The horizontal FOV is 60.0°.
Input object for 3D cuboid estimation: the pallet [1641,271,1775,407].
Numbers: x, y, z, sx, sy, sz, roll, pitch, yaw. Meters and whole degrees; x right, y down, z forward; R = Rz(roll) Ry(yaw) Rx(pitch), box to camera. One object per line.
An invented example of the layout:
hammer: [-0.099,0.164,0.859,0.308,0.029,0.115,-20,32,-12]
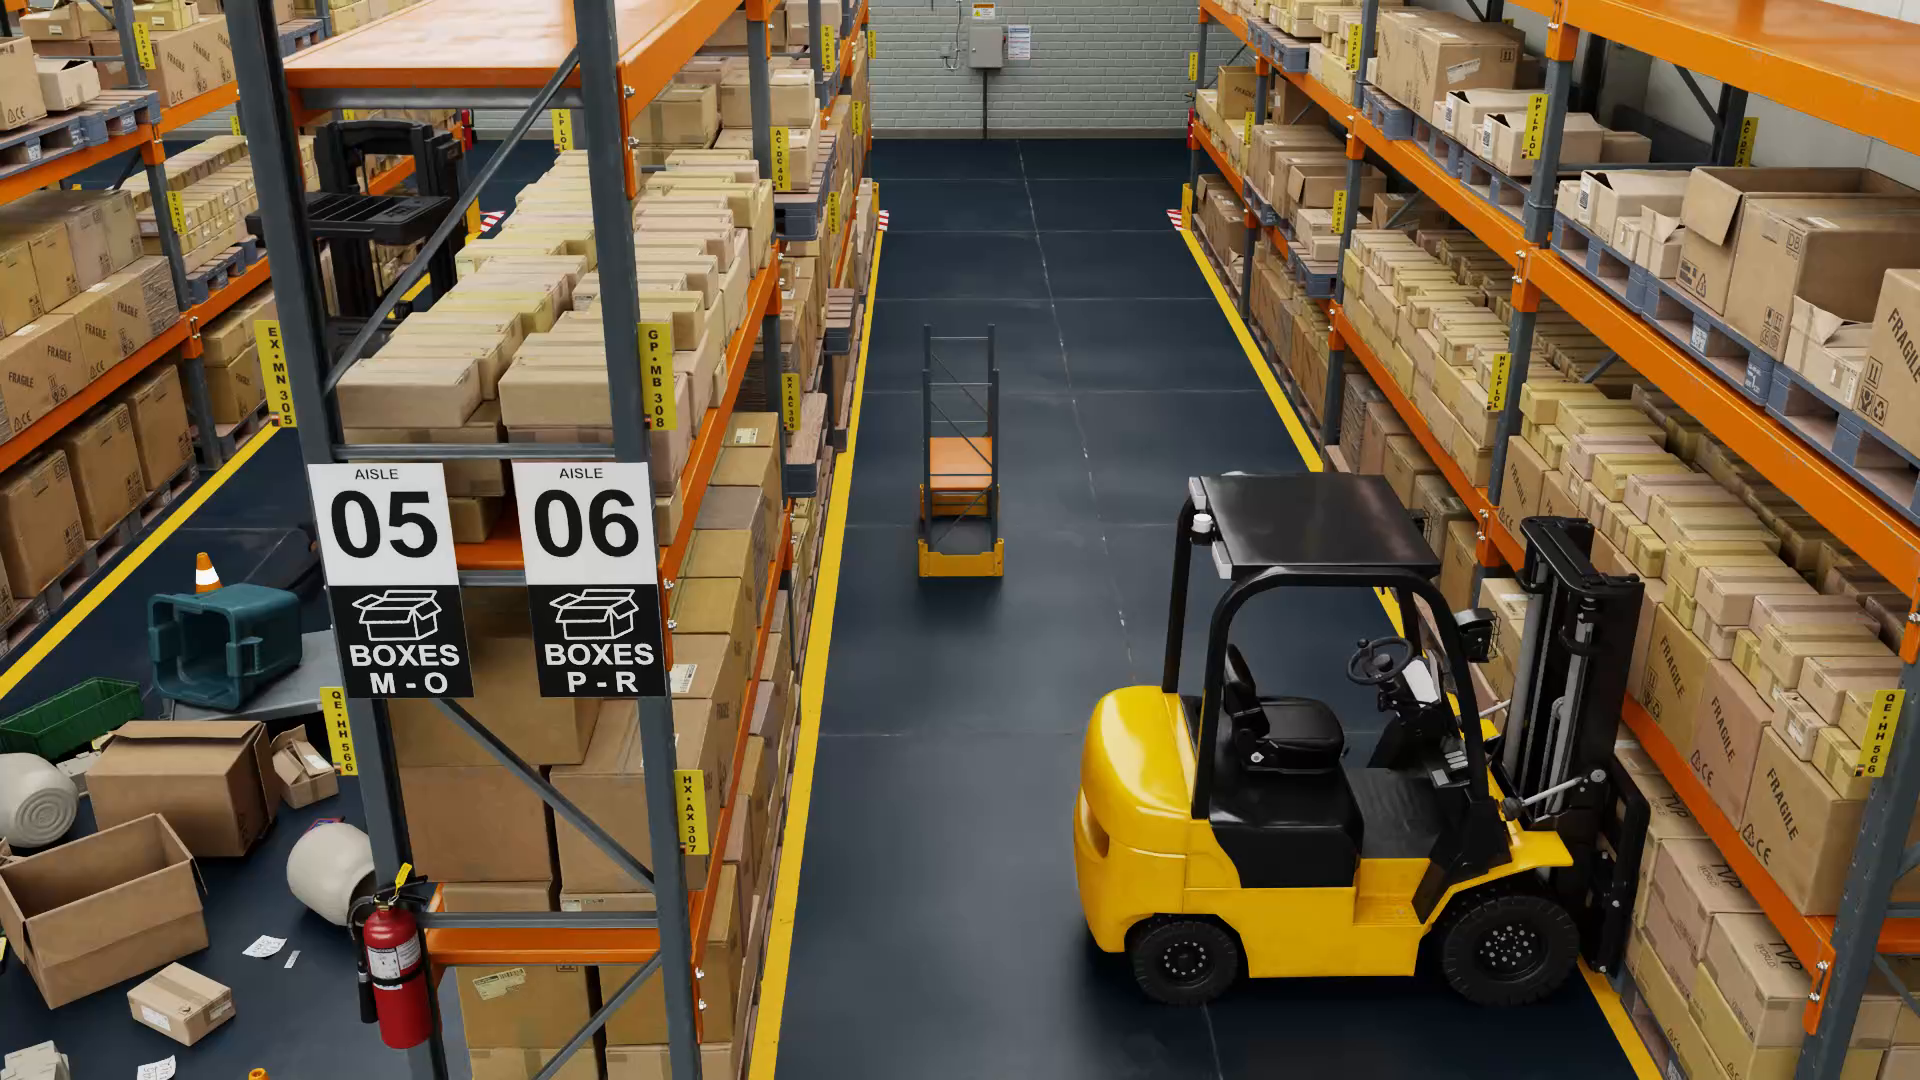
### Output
pallet: [3.539,-0.853,6.846,1.003,0.211,1.213,0,24,-1]

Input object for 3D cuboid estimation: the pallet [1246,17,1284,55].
pallet: [3.343,-4.688,15.446,1.213,0.211,1.003,0,24,-1]

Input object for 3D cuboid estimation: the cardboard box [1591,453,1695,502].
cardboard box: [3.235,-0.297,7.881,0.380,0.149,0.250,-1,24,-1]

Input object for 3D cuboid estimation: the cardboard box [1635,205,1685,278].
cardboard box: [3.206,-1.309,7.279,0.396,0.266,0.258,-1,24,-2]

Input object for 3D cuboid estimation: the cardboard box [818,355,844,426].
cardboard box: [-1.439,-1.512,13.905,0.875,0.875,0.875,0,24,-1]

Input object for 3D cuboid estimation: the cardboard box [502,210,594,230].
cardboard box: [-1.724,-1.303,7.072,0.380,0.149,0.250,-1,24,-1]

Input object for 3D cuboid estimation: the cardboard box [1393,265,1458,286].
cardboard box: [3.239,-1.809,11.585,0.380,0.149,0.250,0,24,0]

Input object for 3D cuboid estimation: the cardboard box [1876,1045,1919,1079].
cardboard box: [3.739,1.908,6.495,0.500,0.250,0.500,0,24,0]

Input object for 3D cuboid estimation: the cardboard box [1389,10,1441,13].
cardboard box: [3.701,-4.216,13.512,0.380,0.149,0.250,0,24,-1]

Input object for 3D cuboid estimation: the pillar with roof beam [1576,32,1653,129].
pillar with roof beam: [0.060,-4.208,10.518,9.100,9.000,0.400,0,24,-1]

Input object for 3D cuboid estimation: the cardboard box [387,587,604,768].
cardboard box: [-1.651,0.447,5.810,0.700,0.500,0.500,-1,24,-2]

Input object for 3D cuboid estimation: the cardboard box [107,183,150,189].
cardboard box: [-6.933,-2.908,13.997,0.380,0.149,0.250,0,24,-1]

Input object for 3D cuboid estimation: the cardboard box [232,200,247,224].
cardboard box: [-6.283,-2.780,14.075,0.380,0.149,0.250,0,24,0]

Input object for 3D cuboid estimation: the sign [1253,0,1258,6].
sign: [2.863,-5.272,15.883,0.100,0.325,0.005,0,24,-1]

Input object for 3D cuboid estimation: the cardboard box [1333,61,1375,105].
cardboard box: [3.201,-3.536,12.854,0.500,0.250,0.500,-1,24,-2]

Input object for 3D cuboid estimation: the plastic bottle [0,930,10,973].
plastic bottle: [-4.534,1.932,7.788,0.133,0.061,0.283,-9,26,-19]

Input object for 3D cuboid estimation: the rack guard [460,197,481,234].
rack guard: [-6.549,-4.066,20.517,1.175,0.500,0.348,0,24,-1]

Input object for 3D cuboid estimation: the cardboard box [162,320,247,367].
cardboard box: [-6.228,-1.619,13.687,0.500,0.250,0.500,-1,24,-3]

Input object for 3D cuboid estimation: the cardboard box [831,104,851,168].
cardboard box: [-1.289,-3.757,15.465,0.500,0.500,0.500,0,24,0]

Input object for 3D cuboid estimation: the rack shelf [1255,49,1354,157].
rack shelf: [3.427,-3.890,14.328,1.077,0.370,4.000,0,24,-1]

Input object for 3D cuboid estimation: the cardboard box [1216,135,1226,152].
cardboard box: [3.079,-4.433,18.600,0.380,0.149,0.250,0,24,1]

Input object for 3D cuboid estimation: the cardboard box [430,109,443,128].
cardboard box: [-6.287,-5.021,19.113,0.500,0.500,0.500,-1,24,-1]

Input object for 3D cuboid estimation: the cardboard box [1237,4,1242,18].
cardboard box: [3.132,-5.602,17.544,0.380,0.149,0.250,0,24,0]

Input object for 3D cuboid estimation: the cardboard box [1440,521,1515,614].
cardboard box: [3.476,0.297,10.210,0.875,0.625,0.625,1,24,2]

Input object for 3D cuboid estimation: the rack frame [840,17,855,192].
rack frame: [-1.558,-3.652,16.568,1.000,3.000,0.127,0,24,-1]

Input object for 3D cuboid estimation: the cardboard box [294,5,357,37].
cardboard box: [-6.247,-5.078,16.264,0.500,0.250,0.500,1,24,2]

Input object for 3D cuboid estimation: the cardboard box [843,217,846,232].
cardboard box: [-1.310,-2.982,15.268,0.500,0.250,0.500,-1,24,-2]

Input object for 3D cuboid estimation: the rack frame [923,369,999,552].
rack frame: [0.006,-0.439,11.283,0.500,1.500,0.032,0,24,-1]

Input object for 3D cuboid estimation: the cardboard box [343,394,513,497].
cardboard box: [-1.702,-0.351,5.450,0.500,0.250,0.500,-1,24,-1]

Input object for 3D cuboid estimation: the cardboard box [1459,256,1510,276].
cardboard box: [3.784,-1.920,11.831,0.380,0.149,0.250,-1,24,-2]

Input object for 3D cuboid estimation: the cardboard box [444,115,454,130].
cardboard box: [-6.264,-4.989,19.828,0.380,0.149,0.250,0,24,0]

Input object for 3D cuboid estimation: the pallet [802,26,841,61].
pallet: [-1.498,-4.554,15.154,0.805,0.209,1.217,-1,24,-3]

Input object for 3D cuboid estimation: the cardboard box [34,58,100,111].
cardboard box: [-6.151,-3.073,11.126,0.500,0.311,0.500,0,24,-1]

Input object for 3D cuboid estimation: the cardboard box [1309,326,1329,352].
cardboard box: [3.157,-1.690,13.967,0.380,0.149,0.250,-1,24,-3]

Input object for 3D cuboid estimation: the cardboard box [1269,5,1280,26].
cardboard box: [2.997,-4.725,14.973,0.380,0.149,0.250,0,24,0]

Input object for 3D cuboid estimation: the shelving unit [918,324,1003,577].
shelving unit: [0.001,-0.652,11.755,0.587,1.500,1.083,0,24,-1]

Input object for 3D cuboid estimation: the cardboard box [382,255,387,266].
cardboard box: [-6.321,-2.971,17.651,0.380,0.149,0.250,0,24,-1]

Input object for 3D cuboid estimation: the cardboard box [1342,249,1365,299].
cardboard box: [3.185,-2.003,12.497,0.500,0.250,0.500,0,24,-1]

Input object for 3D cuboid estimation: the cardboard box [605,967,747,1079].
cardboard box: [-1.159,2.021,6.852,0.500,0.250,0.500,0,24,-1]

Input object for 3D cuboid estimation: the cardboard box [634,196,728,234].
cardboard box: [-1.222,-1.412,7.313,0.380,0.149,0.250,-1,24,-2]

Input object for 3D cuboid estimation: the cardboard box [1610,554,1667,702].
cardboard box: [3.250,0.390,7.510,0.500,0.500,0.500,0,24,0]

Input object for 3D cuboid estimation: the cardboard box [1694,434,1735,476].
cardboard box: [3.841,-0.410,8.131,0.380,0.149,0.250,-1,24,-2]

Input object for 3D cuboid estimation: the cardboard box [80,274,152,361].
cardboard box: [-6.185,-1.595,11.899,0.500,0.500,0.500,0,24,-1]

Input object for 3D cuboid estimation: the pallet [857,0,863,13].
pallet: [-1.567,-5.817,17.822,1.003,0.211,1.213,0,24,-1]

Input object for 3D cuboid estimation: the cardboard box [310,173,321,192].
cardboard box: [-6.300,-3.395,15.795,0.380,0.149,0.250,0,24,0]

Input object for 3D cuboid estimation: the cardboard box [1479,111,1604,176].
cardboard box: [3.241,-2.239,9.282,0.500,0.311,0.500,-1,24,-2]

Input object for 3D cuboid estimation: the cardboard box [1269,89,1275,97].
cardboard box: [3.632,-5.203,19.818,0.500,0.250,0.500,0,24,1]

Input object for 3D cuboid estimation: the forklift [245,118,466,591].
forklift: [-4.000,-1.284,11.416,1.130,2.935,3.031,3,25,7]

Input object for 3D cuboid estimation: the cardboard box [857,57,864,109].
cardboard box: [-1.317,-4.977,18.164,0.500,0.500,0.500,0,24,-1]

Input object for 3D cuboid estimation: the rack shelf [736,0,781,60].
rack shelf: [-1.492,-3.403,10.095,1.077,0.370,4.000,0,24,-1]

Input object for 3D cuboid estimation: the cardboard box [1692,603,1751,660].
cardboard box: [3.237,0.362,6.784,0.380,0.149,0.250,-1,24,-2]

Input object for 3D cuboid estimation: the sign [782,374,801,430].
sign: [-0.928,-0.755,9.113,0.100,0.325,0.005,0,24,-1]

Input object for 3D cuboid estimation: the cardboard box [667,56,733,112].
cardboard box: [-1.637,-2.731,9.958,0.500,0.250,0.500,0,24,0]

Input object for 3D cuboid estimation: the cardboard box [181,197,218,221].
cardboard box: [-6.278,-2.691,13.516,0.380,0.149,0.250,0,24,-1]

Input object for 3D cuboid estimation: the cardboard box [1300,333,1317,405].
cardboard box: [3.235,-1.459,14.244,0.500,0.500,0.500,-1,24,-1]

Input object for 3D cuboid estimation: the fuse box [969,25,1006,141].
fuse box: [0.416,-6.986,25.503,0.539,1.711,0.414,0,24,-1]

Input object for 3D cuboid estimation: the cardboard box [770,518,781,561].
cardboard box: [-1.153,-0.007,8.814,0.380,0.149,0.250,0,24,1]

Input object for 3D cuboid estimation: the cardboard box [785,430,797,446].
cardboard box: [-1.161,-0.661,9.751,0.380,0.149,0.250,0,24,0]
